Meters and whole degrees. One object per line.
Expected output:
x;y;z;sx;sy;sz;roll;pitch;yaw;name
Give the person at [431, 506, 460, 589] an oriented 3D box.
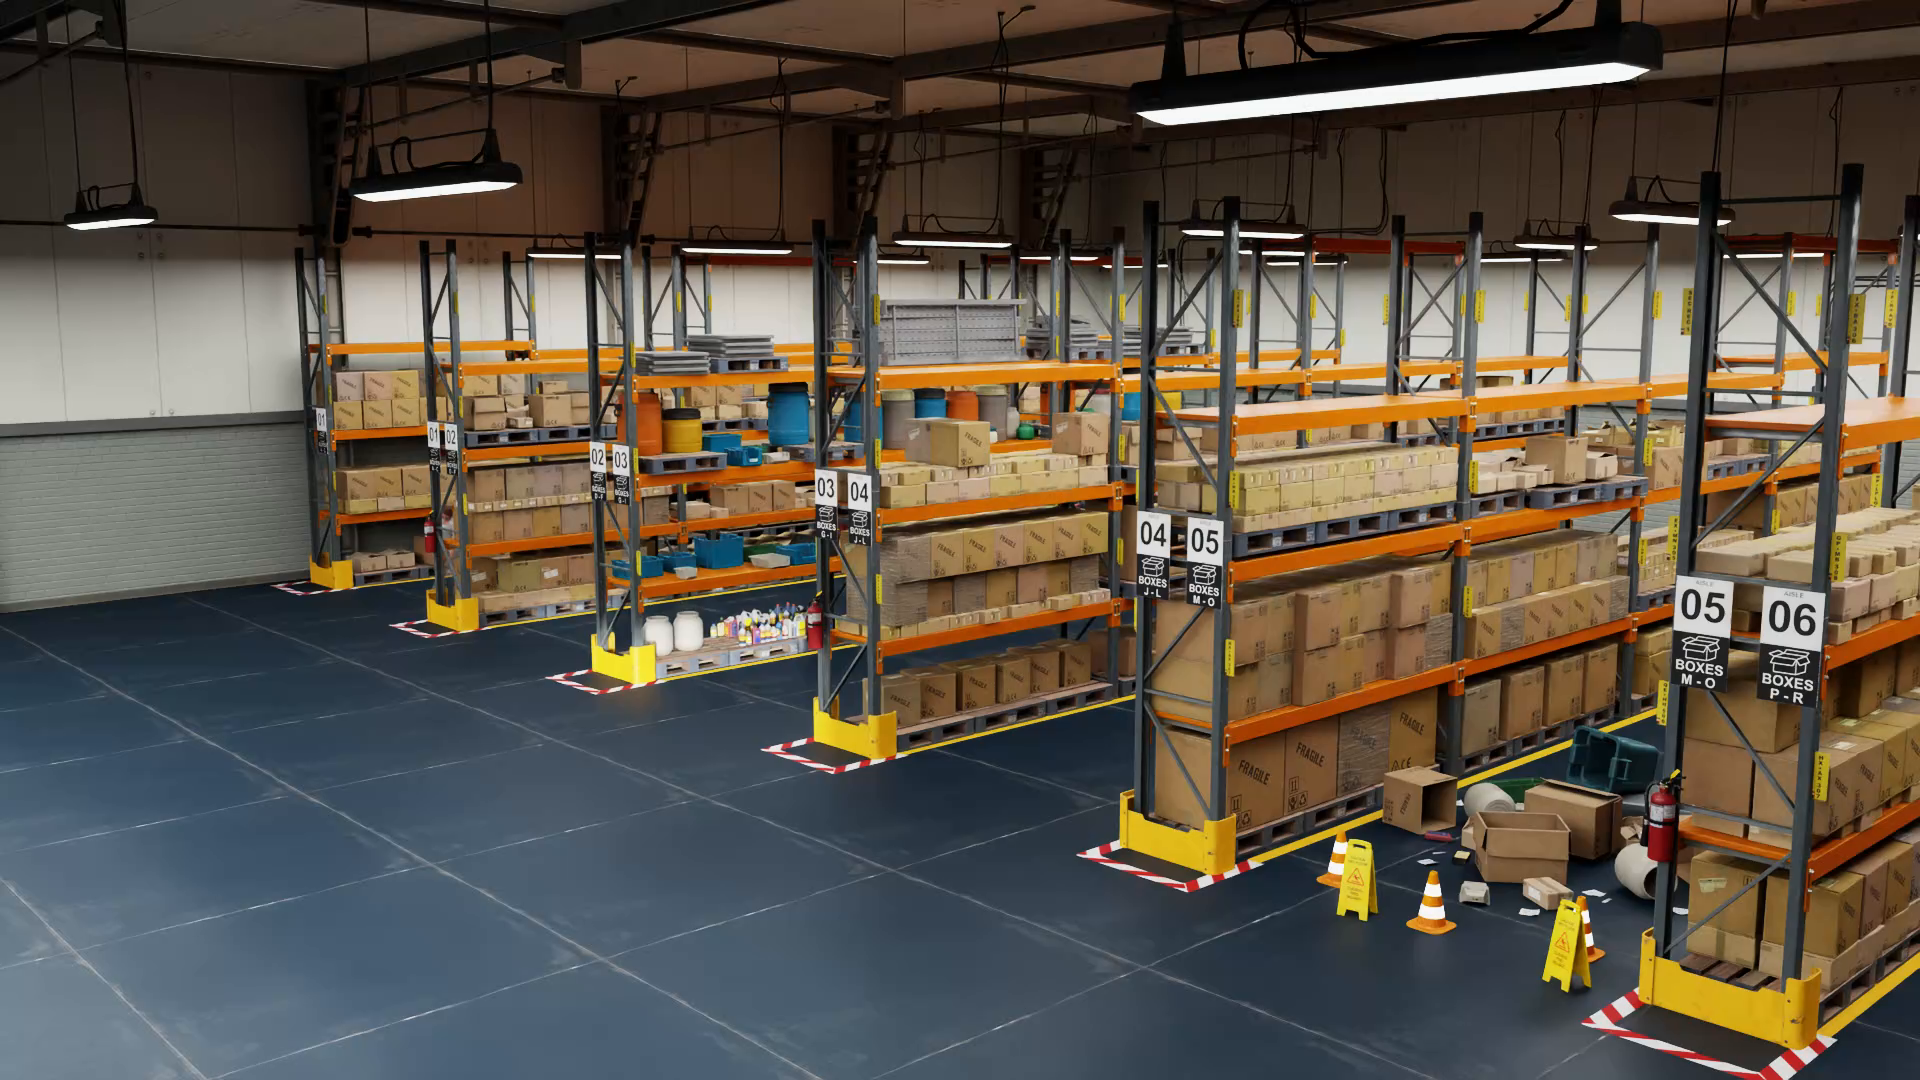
-8.856;0.192;28.731;0.444;1.504;0.951;1;8;6;person
